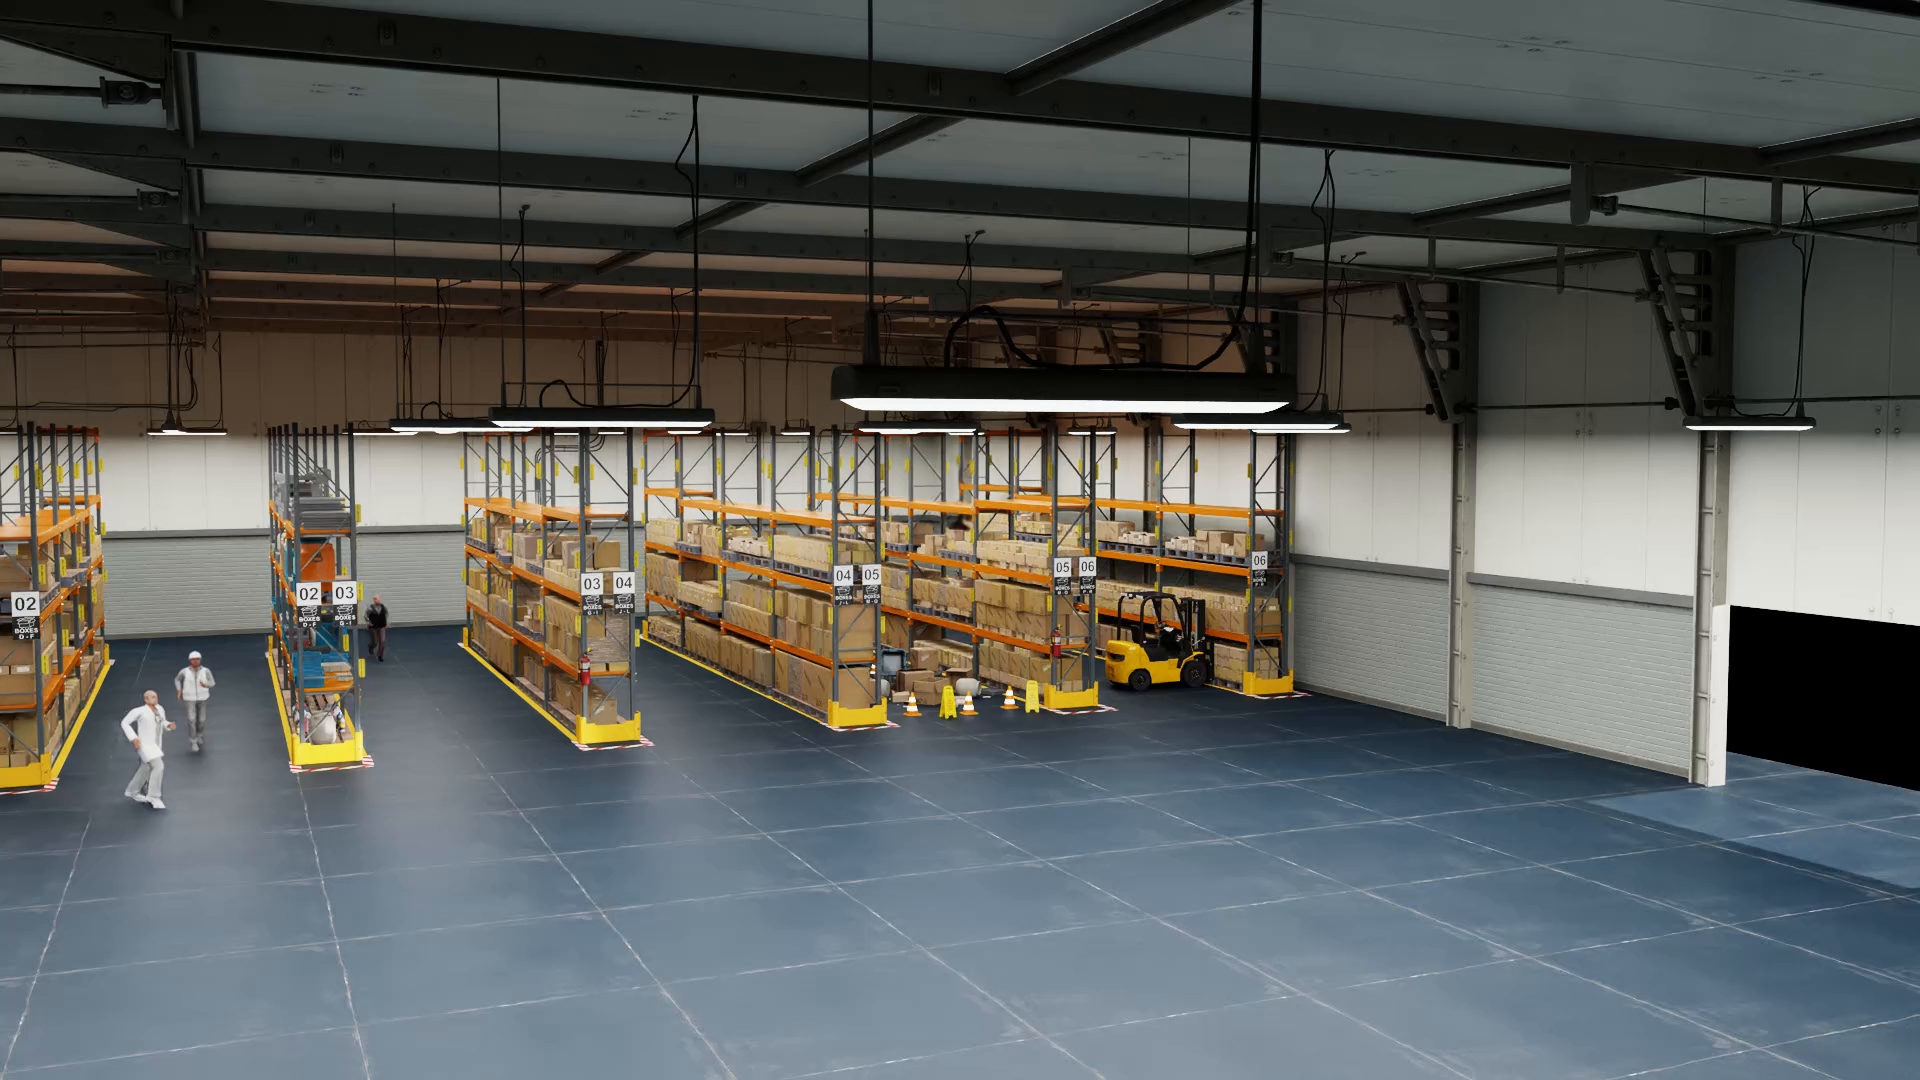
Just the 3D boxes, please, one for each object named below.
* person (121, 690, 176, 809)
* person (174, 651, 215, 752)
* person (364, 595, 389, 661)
[{"bbox_3d":[-12.652,3.252,25.926,0.865,1.842,0.694,1,4,8],"label":"person"},{"bbox_3d":[-14.052,2.940,30.584,0.645,1.785,0.904,-2,4,-34],"label":"person"},{"bbox_3d":[-15.082,2.265,42.995,0.654,1.699,0.798,-2,4,-35],"label":"person"}]
